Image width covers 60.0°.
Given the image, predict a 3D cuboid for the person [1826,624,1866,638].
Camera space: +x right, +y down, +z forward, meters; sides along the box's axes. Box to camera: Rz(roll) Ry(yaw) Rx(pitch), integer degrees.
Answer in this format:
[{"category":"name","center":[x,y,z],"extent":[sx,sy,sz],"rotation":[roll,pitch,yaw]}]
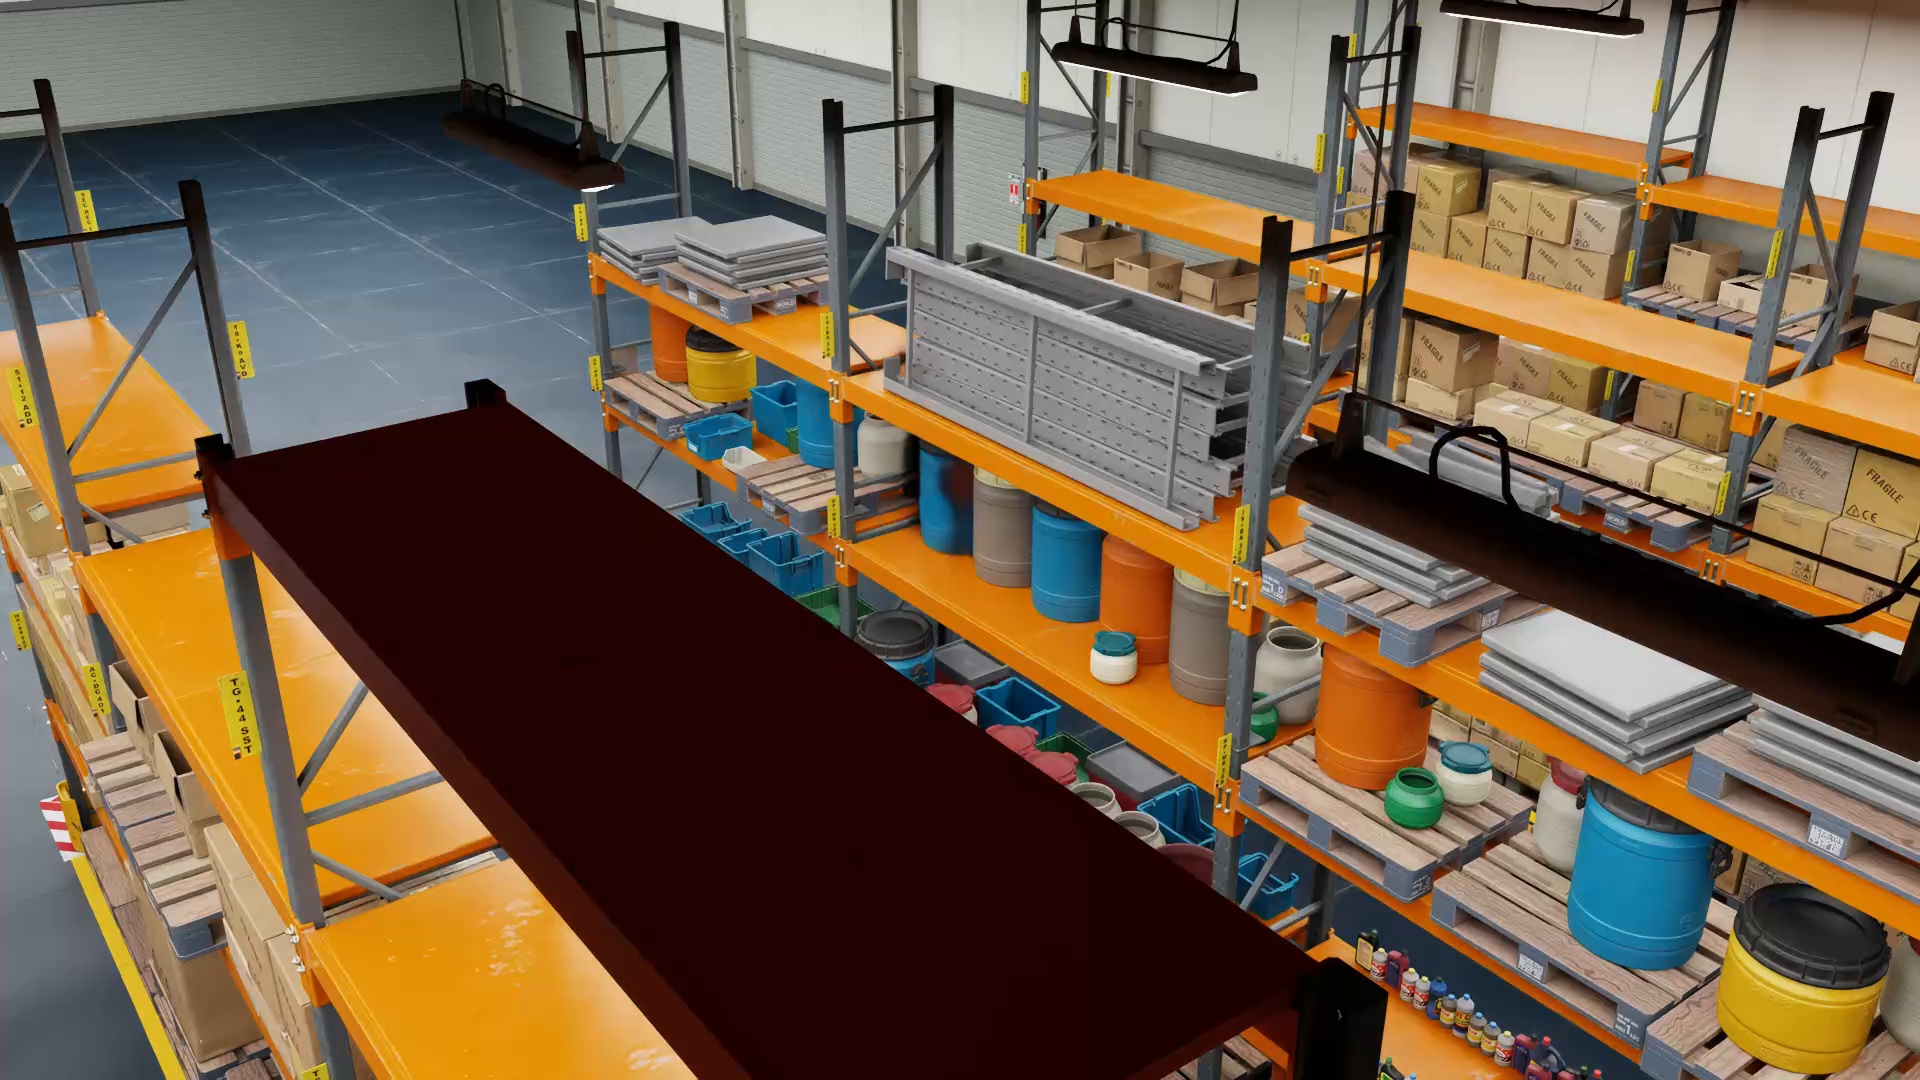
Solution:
[{"category":"person","center":[7.951,0.902,14.967],"extent":[0.424,1.800,0.559],"rotation":[-16,29,-32]}]
